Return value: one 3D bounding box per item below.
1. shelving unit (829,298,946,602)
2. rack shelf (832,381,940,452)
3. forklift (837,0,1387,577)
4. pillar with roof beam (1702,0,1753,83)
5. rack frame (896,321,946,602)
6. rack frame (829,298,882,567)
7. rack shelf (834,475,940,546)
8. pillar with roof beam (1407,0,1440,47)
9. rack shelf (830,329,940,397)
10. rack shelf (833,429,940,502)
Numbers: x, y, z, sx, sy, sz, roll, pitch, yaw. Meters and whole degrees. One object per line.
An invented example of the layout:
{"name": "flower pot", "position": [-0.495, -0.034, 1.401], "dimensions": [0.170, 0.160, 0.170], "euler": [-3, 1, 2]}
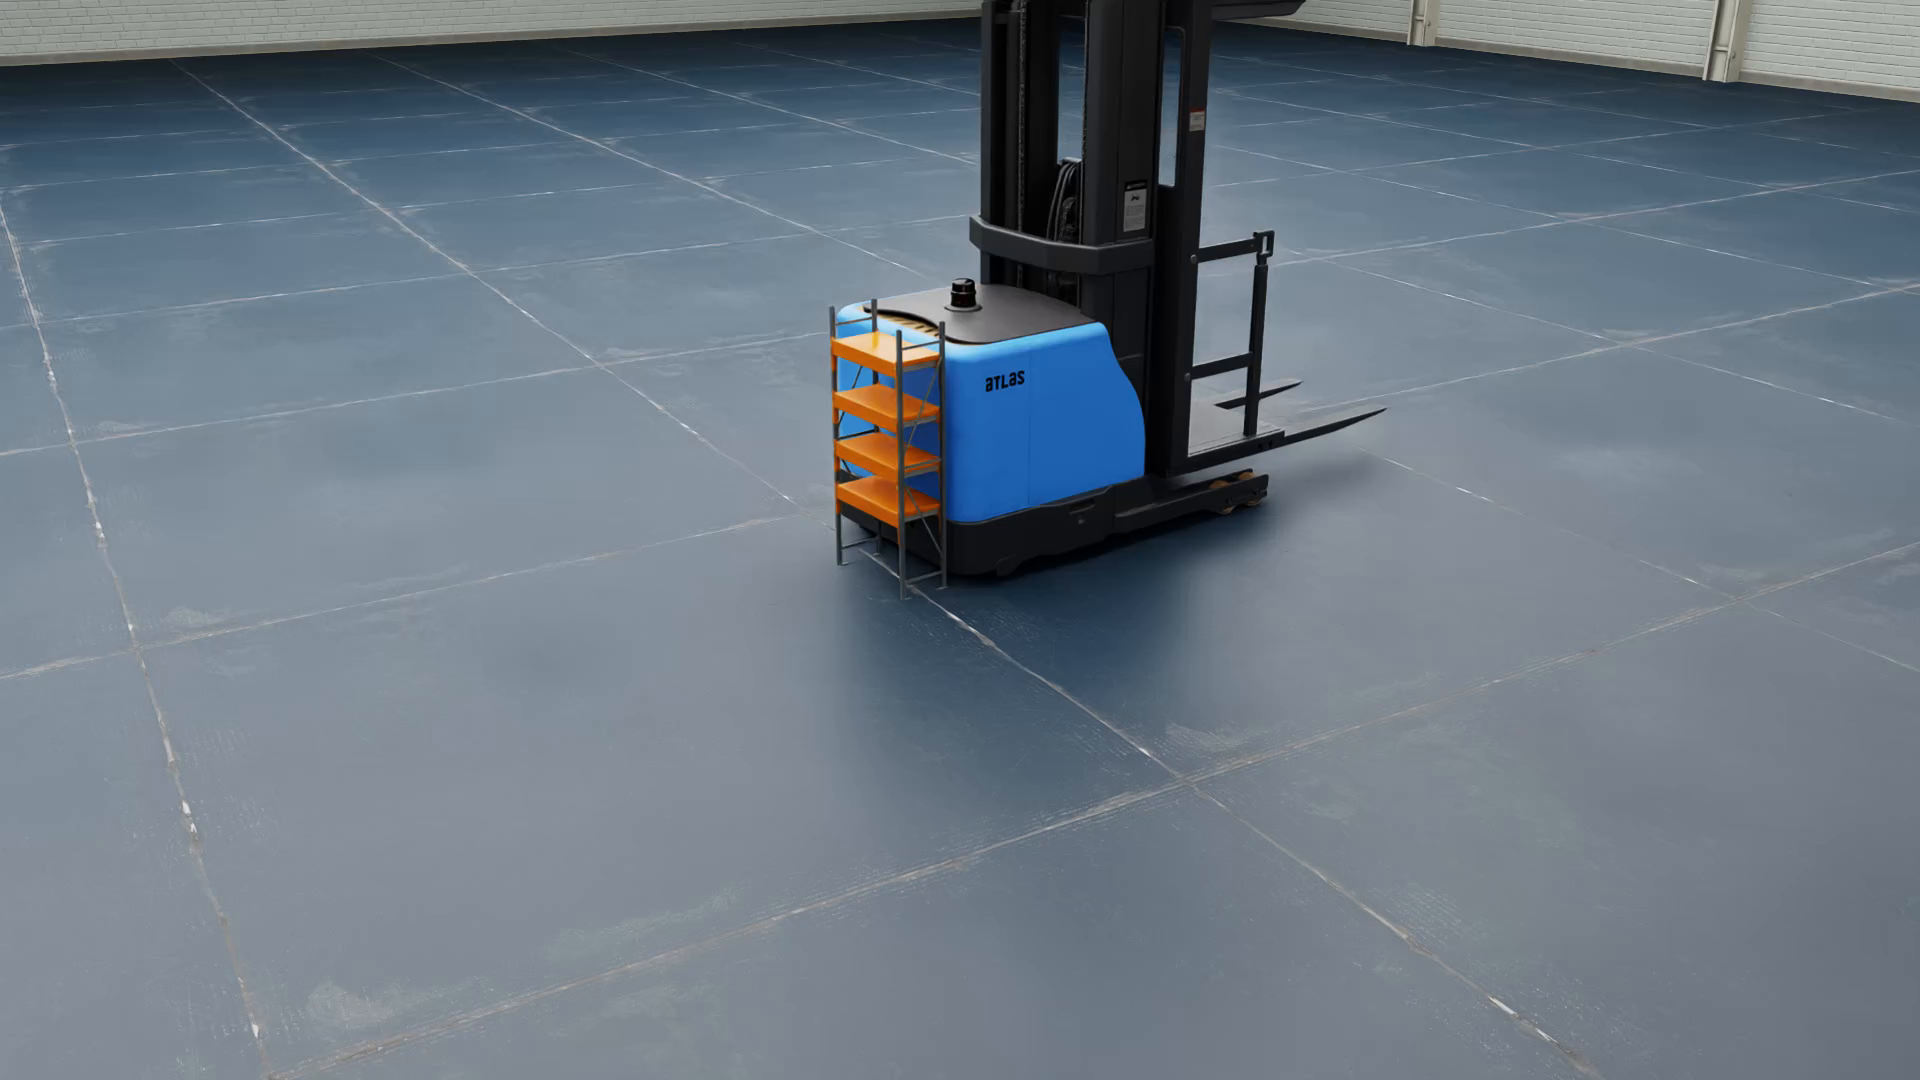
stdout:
{"name": "shelving unit", "position": [-0.309, -0.390, 7.178], "dimensions": [0.258, 1.200, 0.503], "euler": [-16, 27, -35]}
{"name": "rack shelf", "position": [-0.309, -0.535, 7.119], "dimensions": [0.258, 0.148, 0.480], "euler": [-16, 27, -35]}
{"name": "forklift", "position": [0.904, -1.624, 7.914], "dimensions": [3.031, 2.935, 1.130], "euler": [-16, 27, -34]}
{"name": "pillar with roof beam", "position": [7.452, -10.077, 20.652], "dimensions": [9.100, 9.000, 0.400], "euler": [-13, 25, -28]}
{"name": "rack frame", "position": [-0.159, -0.318, 7.000], "dimensions": [0.240, 1.200, 0.015], "euler": [-16, 27, -35]}
{"name": "rack frame", "position": [-0.458, -0.463, 7.357], "dimensions": [0.240, 1.200, 0.015], "euler": [-16, 27, -35]}
{"name": "rack shelf", "position": [-0.309, -0.144, 7.278], "dimensions": [0.258, 0.148, 0.480], "euler": [-16, 27, -35]}
{"name": "pillar with roof beam", "position": [4.387, -12.019, 25.431], "dimensions": [9.100, 9.000, 0.400], "euler": [-13, 25, -28]}
{"name": "rack shelf", "position": [-0.309, -0.754, 7.030], "dimensions": [0.258, 0.148, 0.480], "euler": [-16, 27, -35]}
{"name": "rack shelf", "position": [-0.309, -0.328, 7.204], "dimensions": [0.258, 0.148, 0.480], "euler": [-16, 27, -35]}
